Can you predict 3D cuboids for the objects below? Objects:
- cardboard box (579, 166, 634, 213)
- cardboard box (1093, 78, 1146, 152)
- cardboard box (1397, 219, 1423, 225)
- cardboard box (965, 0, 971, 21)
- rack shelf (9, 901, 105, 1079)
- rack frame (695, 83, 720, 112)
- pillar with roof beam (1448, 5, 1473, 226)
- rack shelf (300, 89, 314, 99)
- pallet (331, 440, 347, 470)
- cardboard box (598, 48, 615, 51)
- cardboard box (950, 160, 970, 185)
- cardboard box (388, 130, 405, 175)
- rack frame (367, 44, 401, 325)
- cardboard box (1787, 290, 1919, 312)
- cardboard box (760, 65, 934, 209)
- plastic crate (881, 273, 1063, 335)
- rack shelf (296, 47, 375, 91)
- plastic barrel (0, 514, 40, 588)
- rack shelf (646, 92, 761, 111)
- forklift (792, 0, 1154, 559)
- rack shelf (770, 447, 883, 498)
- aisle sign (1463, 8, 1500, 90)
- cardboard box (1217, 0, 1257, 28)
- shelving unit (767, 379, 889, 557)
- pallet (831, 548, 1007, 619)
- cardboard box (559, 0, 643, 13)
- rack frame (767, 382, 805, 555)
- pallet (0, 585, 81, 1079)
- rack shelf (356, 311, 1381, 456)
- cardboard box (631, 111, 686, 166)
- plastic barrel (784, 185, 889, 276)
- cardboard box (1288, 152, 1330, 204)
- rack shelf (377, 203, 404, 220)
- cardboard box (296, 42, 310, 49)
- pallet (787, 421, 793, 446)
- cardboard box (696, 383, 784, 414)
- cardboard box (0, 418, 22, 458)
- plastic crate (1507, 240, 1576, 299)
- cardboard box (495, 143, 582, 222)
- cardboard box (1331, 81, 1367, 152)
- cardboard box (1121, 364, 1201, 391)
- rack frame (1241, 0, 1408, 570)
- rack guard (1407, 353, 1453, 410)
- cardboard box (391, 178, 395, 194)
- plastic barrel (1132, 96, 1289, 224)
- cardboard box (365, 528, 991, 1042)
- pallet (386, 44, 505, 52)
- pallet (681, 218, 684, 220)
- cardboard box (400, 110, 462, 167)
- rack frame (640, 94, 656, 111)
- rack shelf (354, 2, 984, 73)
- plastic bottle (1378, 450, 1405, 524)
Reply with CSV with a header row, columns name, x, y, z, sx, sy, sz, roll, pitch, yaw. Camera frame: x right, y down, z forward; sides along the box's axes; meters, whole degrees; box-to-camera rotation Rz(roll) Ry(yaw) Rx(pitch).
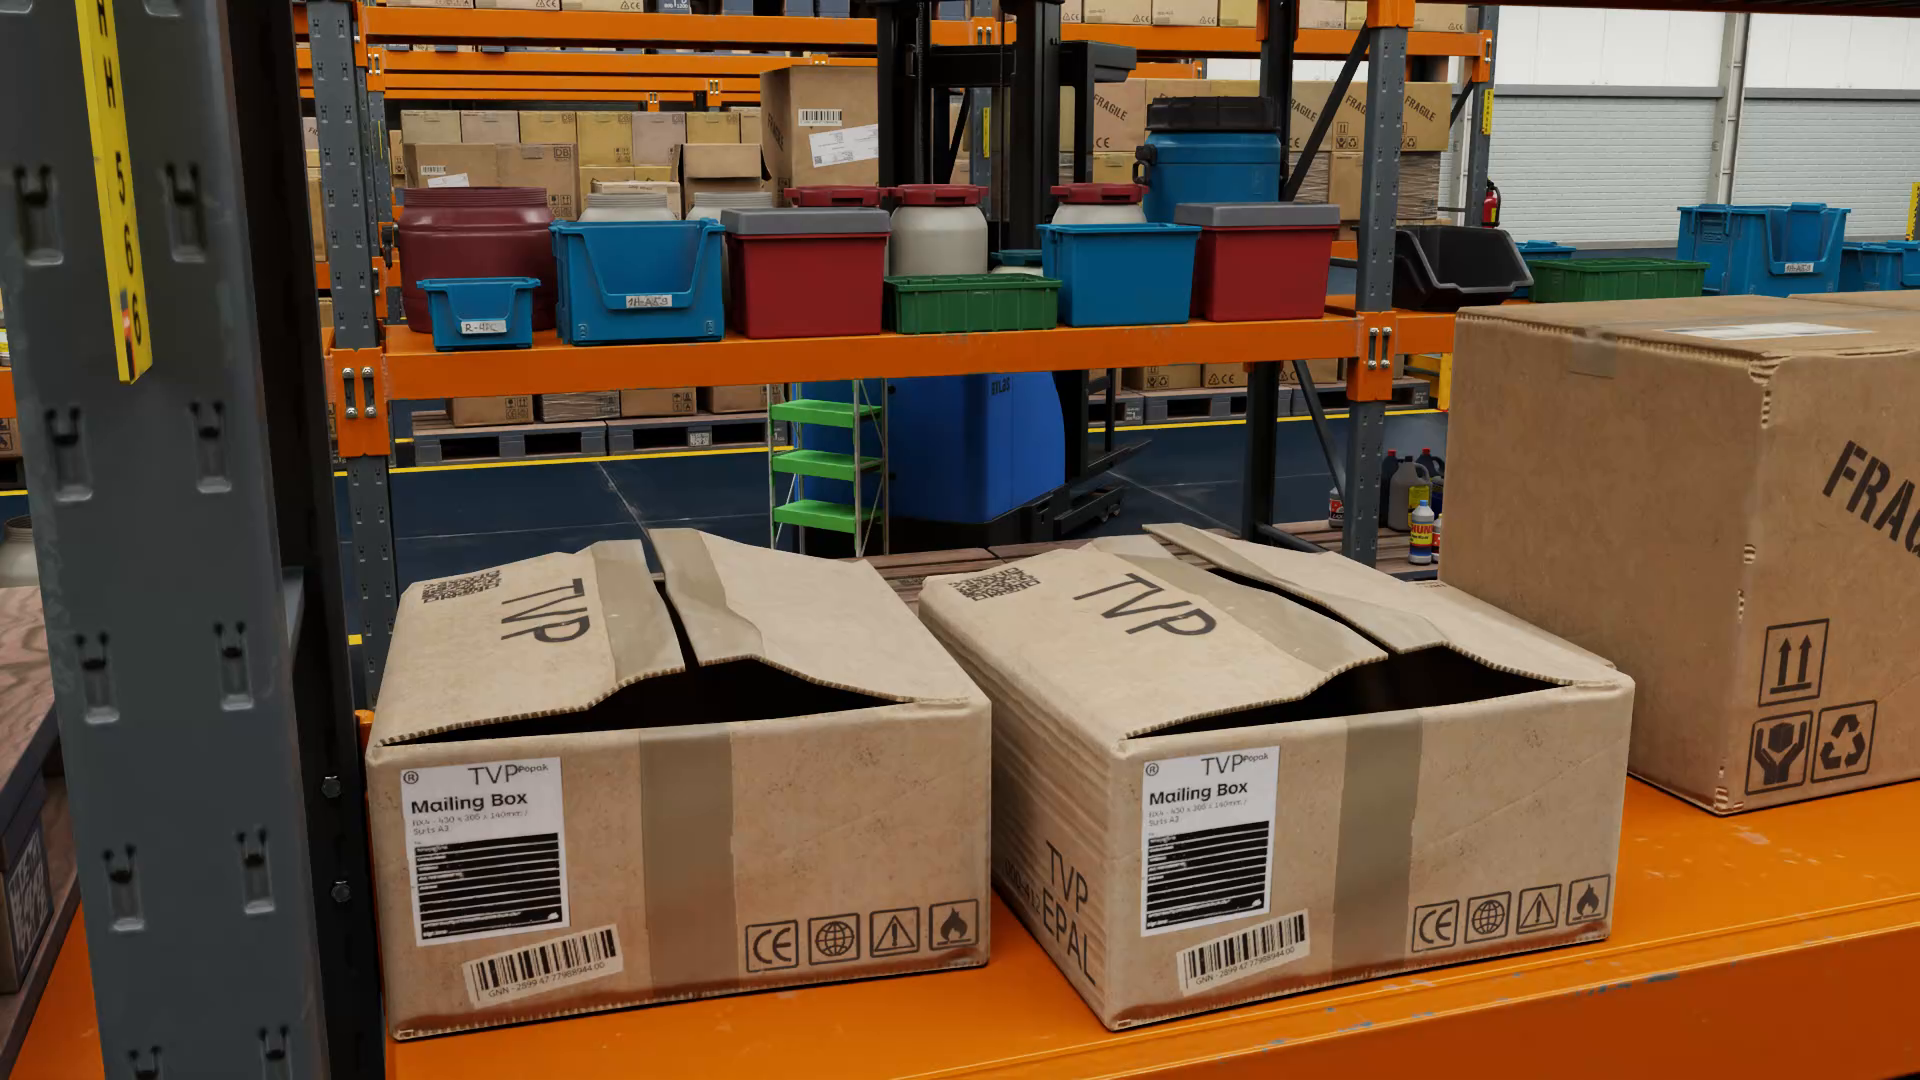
name,x,y,z,sx,sy,sz,roll,pitch,yaw
cardboard box,-3.335,-3.246,15.592,0.500,0.500,0.500,-5,14,-19
cardboard box,0.980,-3.007,11.781,0.500,0.500,0.500,-4,14,-18
cardboard box,3.348,-2.400,12.795,0.250,0.149,0.380,-4,14,-18
cardboard box,0.347,-3.789,11.933,0.500,0.250,0.500,-4,14,-16
rack shelf,-2.532,0.654,0.967,4.000,0.370,1.077,-4,14,-18
rack frame,-3.162,-4.486,21.018,0.127,3.000,1.000,-4,14,-18
pillar with roof beam,10.841,-8.875,26.510,0.400,9.000,9.100,-4,14,-18
rack shelf,-10.435,-6.240,23.468,4.000,0.370,1.077,-4,14,-18
pallet,-4.564,-0.619,10.787,1.213,0.211,1.003,-4,14,-18
cardboard box,-4.151,-5.965,20.173,0.500,0.250,0.500,-4,14,-17
cardboard box,-0.078,-3.570,16.844,0.550,0.550,0.875,-4,14,-18
cardboard box,-6.453,-4.570,19.609,0.500,0.500,0.500,-5,14,-20
rack frame,-5.279,-3.112,15.244,0.127,3.000,1.000,-4,14,-18
cardboard box,1.447,-0.059,2.192,0.500,0.500,0.500,-4,14,-18
cardboard box,-0.799,-2.780,11.645,1.000,1.000,1.000,-4,14,-18
plastic crate,0.018,-0.932,6.538,0.662,0.188,0.450,-4,14,-18
rack shelf,-7.174,-4.074,14.360,4.000,0.370,1.077,-4,14,-18
plastic barrel,-3.178,0.177,5.887,0.421,0.512,0.421,0,13,0
rack shelf,-2.853,-6.831,25.951,4.000,0.370,1.077,-4,14,-18
forklift,0.263,-1.557,8.856,1.130,2.935,3.031,6,15,24
rack shelf,-0.605,-0.314,7.646,0.480,0.148,0.258,8,16,31
aisle sign,3.944,-3.811,12.564,0.004,0.787,0.394,-4,14,-18
cardboard box,1.978,-3.791,11.939,0.500,0.250,0.500,-5,14,-19
shelving unit,-0.605,-0.376,7.632,0.503,1.200,0.258,8,16,31
pallet,-0.312,0.288,6.975,1.213,0.211,1.003,-4,14,-18
cardboard box,-2.295,-3.460,10.548,0.500,0.250,0.500,-4,14,-17
rack frame,-0.812,-0.406,7.758,0.015,1.200,0.240,8,16,31
pallet,-1.257,0.315,1.252,1.003,0.211,1.213,-4,14,-18
rack shelf,-0.317,-0.728,6.777,4.000,0.370,1.077,-4,14,-18
cardboard box,-2.922,-3.829,15.881,0.500,0.500,0.700,-4,14,-18
plastic barrel,-0.504,-1.183,6.842,0.433,0.535,0.433,0,13,0
cardboard box,2.336,-2.675,12.550,0.500,0.500,0.875,-4,14,-18
rack shelf,-5.058,-3.988,20.481,4.000,0.370,1.077,-4,14,-18
cardboard box,-5.739,-4.522,14.474,0.500,0.500,0.500,-4,14,-18
pallet,-0.739,-0.898,11.961,1.213,0.211,1.003,-4,14,-18
cardboard box,-1.578,-1.197,11.644,0.500,0.500,0.700,-6,15,-23
cardboard box,-6.137,-1.010,10.091,0.875,0.875,1.225,-5,14,-20
plastic crate,2.541,-1.295,7.925,0.616,0.251,0.499,-4,14,-18
cardboard box,-2.796,-2.382,11.049,0.500,0.500,0.700,-2,14,-10
cardboard box,2.875,-3.154,12.401,0.500,0.500,0.500,-4,14,-18
cardboard box,1.494,-1.428,12.659,0.500,0.500,0.500,-6,15,-23
rack frame,1.578,-1.226,7.314,0.127,3.000,1.000,-4,14,-18
rack guard,3.718,-1.386,13.388,0.348,0.500,1.175,-4,14,-18
cardboard box,-8.041,-5.185,24.283,0.500,0.250,0.500,-4,14,-18
plastic barrel,1.115,-1.508,7.415,0.708,0.901,0.600,-4,14,-18
cardboard box,-0.278,0.182,1.587,0.500,0.311,0.500,-4,14,-15
pallet,-4.685,-4.539,15.168,1.003,0.211,1.213,-4,14,-15
pallet,-1.929,-2.079,11.314,1.213,0.211,1.003,-4,14,-18
cardboard box,-4.850,-3.678,15.247,0.500,0.500,0.700,-5,14,-18
rack frame,-4.749,-5.574,25.594,0.127,3.000,1.000,-4,14,-18
rack shelf,-1.897,-3.274,10.996,4.000,0.370,1.077,-4,14,-18
plastic bottle,2.097,-0.262,8.035,0.185,0.351,0.144,-5,14,-20
